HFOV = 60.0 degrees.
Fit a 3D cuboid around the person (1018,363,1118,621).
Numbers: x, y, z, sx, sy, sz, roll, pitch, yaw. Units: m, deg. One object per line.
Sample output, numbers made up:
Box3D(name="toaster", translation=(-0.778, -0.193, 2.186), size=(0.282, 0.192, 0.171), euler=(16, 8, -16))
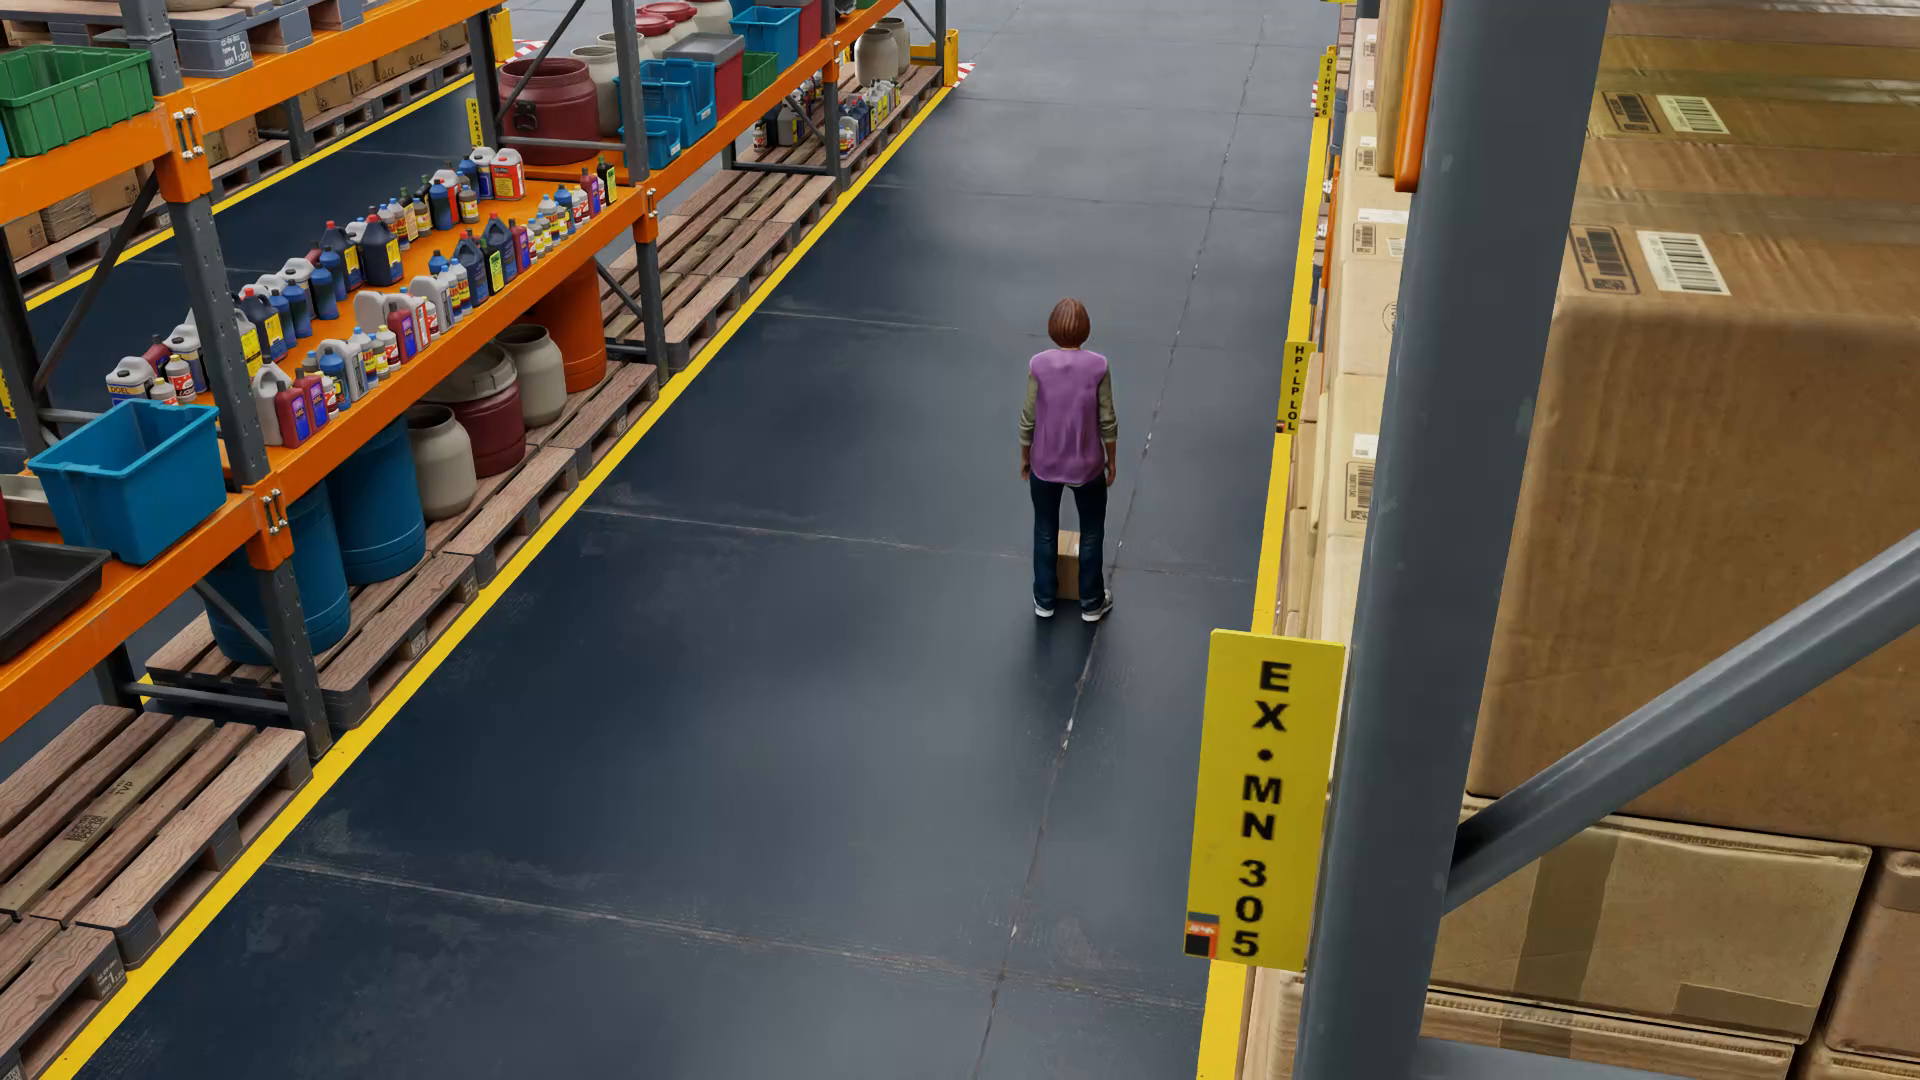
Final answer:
Box3D(name="person", translation=(0.507, -0.245, 7.823), size=(0.470, 1.351, 0.328), euler=(5, 30, 8))
